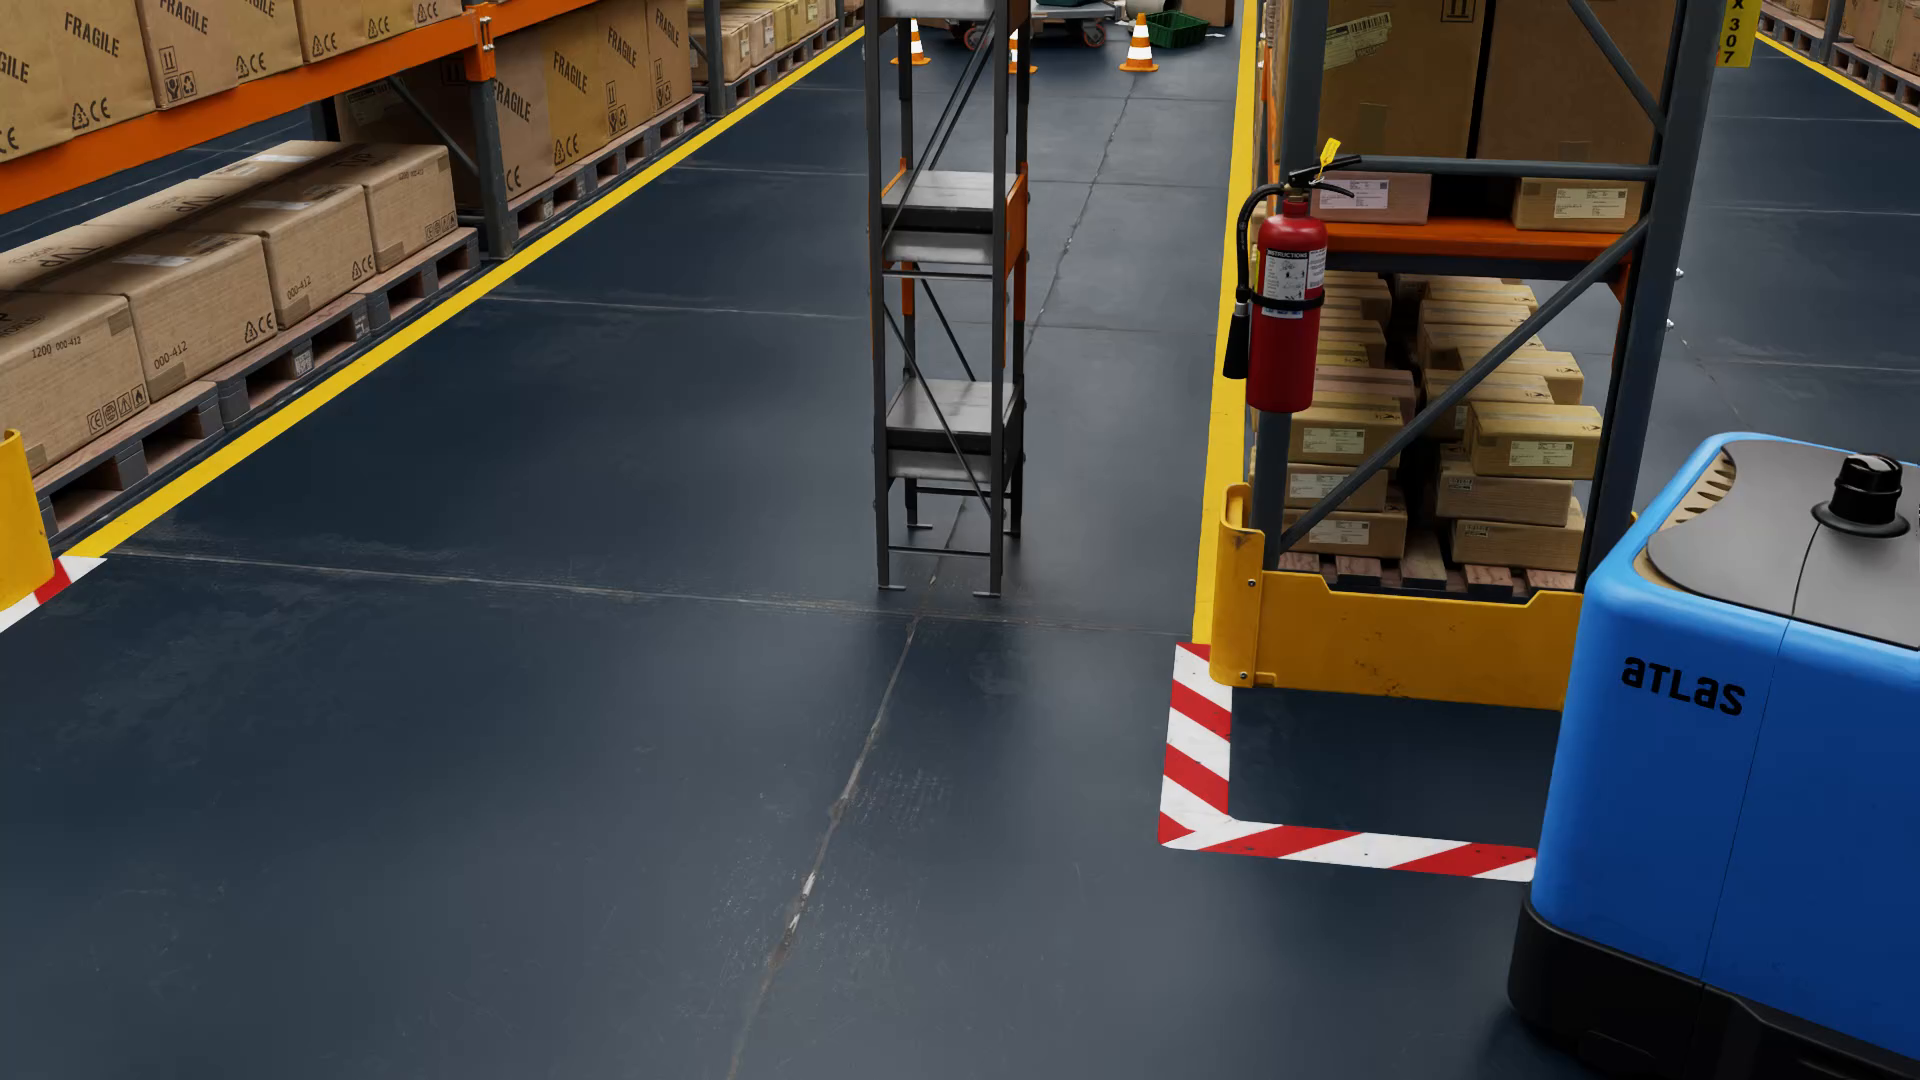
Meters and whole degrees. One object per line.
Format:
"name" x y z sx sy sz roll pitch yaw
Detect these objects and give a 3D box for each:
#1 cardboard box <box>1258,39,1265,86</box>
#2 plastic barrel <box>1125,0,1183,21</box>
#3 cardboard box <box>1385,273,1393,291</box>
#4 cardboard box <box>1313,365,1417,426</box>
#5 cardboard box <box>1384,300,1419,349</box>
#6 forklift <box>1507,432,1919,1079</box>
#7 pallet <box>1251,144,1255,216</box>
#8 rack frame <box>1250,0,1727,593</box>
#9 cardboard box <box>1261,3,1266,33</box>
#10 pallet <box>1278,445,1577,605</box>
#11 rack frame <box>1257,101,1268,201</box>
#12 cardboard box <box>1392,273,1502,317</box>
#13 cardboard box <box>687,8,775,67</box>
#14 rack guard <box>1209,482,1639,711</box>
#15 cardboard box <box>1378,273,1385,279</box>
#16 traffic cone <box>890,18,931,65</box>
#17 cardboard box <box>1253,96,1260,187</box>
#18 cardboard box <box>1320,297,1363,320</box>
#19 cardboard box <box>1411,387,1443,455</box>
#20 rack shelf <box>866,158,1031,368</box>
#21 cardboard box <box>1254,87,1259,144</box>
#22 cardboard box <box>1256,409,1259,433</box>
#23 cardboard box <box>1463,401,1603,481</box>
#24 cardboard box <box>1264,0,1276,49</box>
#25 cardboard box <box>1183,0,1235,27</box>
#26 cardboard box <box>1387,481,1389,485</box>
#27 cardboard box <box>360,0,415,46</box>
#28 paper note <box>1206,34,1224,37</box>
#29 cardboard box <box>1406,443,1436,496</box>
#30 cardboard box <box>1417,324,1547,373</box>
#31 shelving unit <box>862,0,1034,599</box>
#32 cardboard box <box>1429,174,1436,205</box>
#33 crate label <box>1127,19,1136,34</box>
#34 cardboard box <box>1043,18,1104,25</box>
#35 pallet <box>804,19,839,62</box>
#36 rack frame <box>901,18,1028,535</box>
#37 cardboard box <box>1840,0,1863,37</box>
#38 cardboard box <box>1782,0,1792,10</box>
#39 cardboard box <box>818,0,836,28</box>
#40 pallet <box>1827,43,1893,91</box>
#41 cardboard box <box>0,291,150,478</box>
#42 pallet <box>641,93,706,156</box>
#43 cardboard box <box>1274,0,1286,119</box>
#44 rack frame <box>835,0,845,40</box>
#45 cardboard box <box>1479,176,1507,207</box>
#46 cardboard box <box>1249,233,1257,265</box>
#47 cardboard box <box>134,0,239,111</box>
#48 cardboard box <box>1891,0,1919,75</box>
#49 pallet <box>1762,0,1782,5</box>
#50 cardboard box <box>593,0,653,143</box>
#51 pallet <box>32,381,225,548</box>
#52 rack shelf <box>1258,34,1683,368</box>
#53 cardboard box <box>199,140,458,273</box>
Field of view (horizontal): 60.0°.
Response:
"cardboard box" 2.014 -2.772 9.703 0.500 0.250 0.500 3 25 6
"plastic barrel" 1.951 -5.369 16.721 0.421 0.421 0.512 -20 32 -36
"cardboard box" 2.038 -1.164 7.215 0.380 0.149 0.250 4 25 9
"cardboard box" 1.252 -0.445 5.328 0.380 0.149 0.250 5 25 10
"cardboard box" 1.866 -0.836 6.515 0.380 0.149 0.250 5 26 11
"forklift" 2.654 -0.091 2.486 3.031 2.935 1.130 17 30 32
"pallet" 2.295 -2.184 10.166 1.003 0.211 1.213 4 25 9
"rack frame" 1.318 -0.936 4.212 1.000 3.000 0.127 4 25 9
"cardboard box" 2.274 -3.408 11.062 0.500 0.250 0.500 3 25 6
"pallet" 1.498 -0.042 5.592 1.003 0.211 1.213 4 25 9
"rack frame" 1.972 -2.609 7.786 1.000 3.000 0.127 4 25 9
"cardboard box" 1.881 -0.964 6.437 0.380 0.149 0.250 4 25 9
"cardboard box" -2.060 -4.128 13.634 0.950 0.372 0.625 4 25 8
"rack guard" 1.331 0.164 4.810 1.175 0.500 0.348 4 25 9
"cardboard box" 1.510 -1.097 6.720 0.380 0.149 0.250 3 25 6
"traffic cone" -0.442 -4.491 14.799 0.336 0.463 0.334 4 25 9
"cardboard box" 1.928 -2.209 9.384 0.500 0.500 0.500 3 25 7
"cardboard box" 1.263 -0.782 6.048 0.380 0.149 0.250 5 26 10
"cardboard box" 1.710 -0.390 5.563 0.380 0.149 0.250 4 25 9
"rack shelf" -0.027 -0.869 5.163 0.431 0.518 0.480 4 25 9
"cardboard box" 2.180 -2.852 10.757 0.500 0.500 0.500 4 25 9
"cardboard box" 1.206 -0.428 5.643 0.380 0.149 0.250 3 25 6
"cardboard box" 1.739 -0.300 5.019 0.380 0.149 0.250 3 25 6
"cardboard box" 1.451 -2.184 6.409 0.500 0.500 0.500 3 25 7
"cardboard box" 2.521 -5.544 17.003 0.500 0.500 0.500 8 26 18
"cardboard box" 1.269 -0.289 5.697 0.380 0.149 0.250 4 25 8
"cardboard box" -2.830 -2.528 7.494 0.500 0.500 0.500 3 25 7
"paper note" 2.496 -4.955 16.298 0.147 0.020 0.142 -14 29 -27
"cardboard box" 1.715 -0.252 5.617 0.380 0.149 0.250 4 25 9
"cardboard box" 1.792 -0.630 5.723 0.380 0.149 0.250 3 25 6
"shelving unit" -0.027 -0.882 5.157 0.431 2.100 0.503 4 25 9
"cardboard box" 1.170 -1.080 4.815 0.380 0.149 0.250 4 25 8
"crate label" 1.808 -5.049 16.376 0.298 0.136 0.250 -14 29 -27
"cardboard box" 1.099 -5.558 16.870 0.797 0.637 0.503 4 25 9
"pallet" -1.747 -4.667 15.472 1.003 0.211 1.213 4 25 9
"rack frame" 0.013 -0.984 5.375 0.400 2.100 0.015 4 25 9
"cardboard box" 8.261 -4.792 14.902 0.500 0.500 0.500 3 25 7
"cardboard box" 8.506 -5.527 16.473 0.500 0.500 0.500 6 26 13
"cardboard box" -1.704 -5.036 15.576 0.950 0.372 0.625 4 25 9
"pallet" 8.030 -3.981 14.005 1.003 0.211 1.213 4 25 9
"cardboard box" -3.573 -0.550 5.913 0.875 0.438 0.875 3 25 7
"pallet" -2.478 -2.995 11.900 1.003 0.211 1.213 4 25 9
"cardboard box" 1.227 -1.537 5.027 0.500 0.500 0.500 4 25 8
"rack frame" -1.621 -6.256 15.577 1.000 3.000 0.127 4 25 9
"cardboard box" 1.695 -1.045 4.740 0.380 0.149 0.250 5 26 10
"cardboard box" 1.595 -1.378 8.024 0.380 0.149 0.250 3 25 6
"cardboard box" -3.064 -1.888 6.128 0.500 0.500 0.500 4 25 8
"cardboard box" 7.847 -3.949 13.078 0.700 0.500 0.500 2 25 4
"pallet" 8.630 -5.610 17.486 1.003 0.211 1.213 4 25 9
"cardboard box" -2.619 -3.155 10.963 0.875 0.875 0.875 4 25 9
"pallet" -3.528 -0.314 6.172 1.003 0.211 1.213 4 25 9
"rack shelf" 1.645 -1.447 6.152 1.077 0.370 4.000 4 25 9
"cardboard box" -3.137 -1.685 8.337 0.875 0.438 0.875 4 25 8
